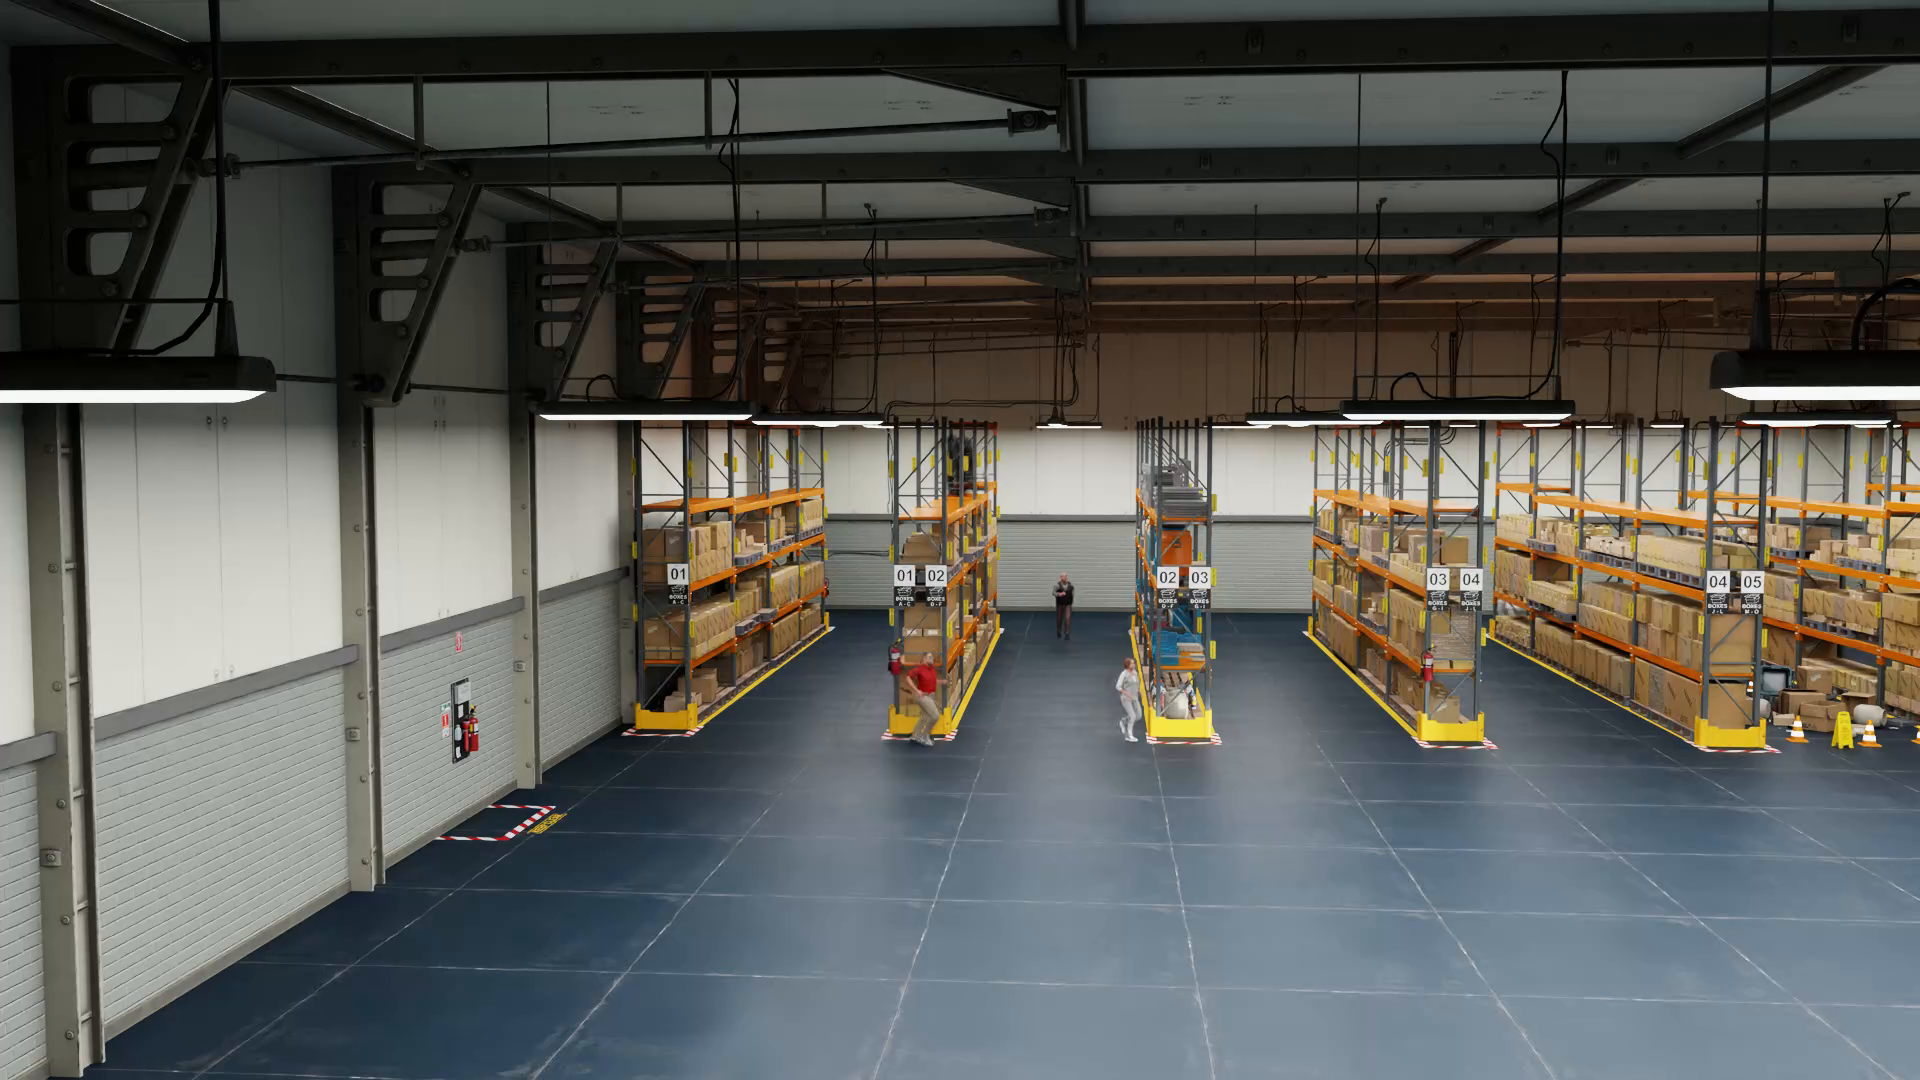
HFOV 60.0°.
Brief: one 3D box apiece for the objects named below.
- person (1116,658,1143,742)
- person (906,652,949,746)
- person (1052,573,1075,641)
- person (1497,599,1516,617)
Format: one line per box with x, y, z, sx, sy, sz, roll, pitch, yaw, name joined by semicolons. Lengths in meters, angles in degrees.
3.103;2.940;30.703;0.520;1.554;0.532;-3;5;-39;person
-0.605;2.909;30.261;0.797;1.738;0.698;2;4;25;person
2.715;1.726;43.502;0.633;1.756;0.885;0;4;-7;person
15.710;1.727;47.720;0.765;1.793;0.675;-2;4;-23;person
